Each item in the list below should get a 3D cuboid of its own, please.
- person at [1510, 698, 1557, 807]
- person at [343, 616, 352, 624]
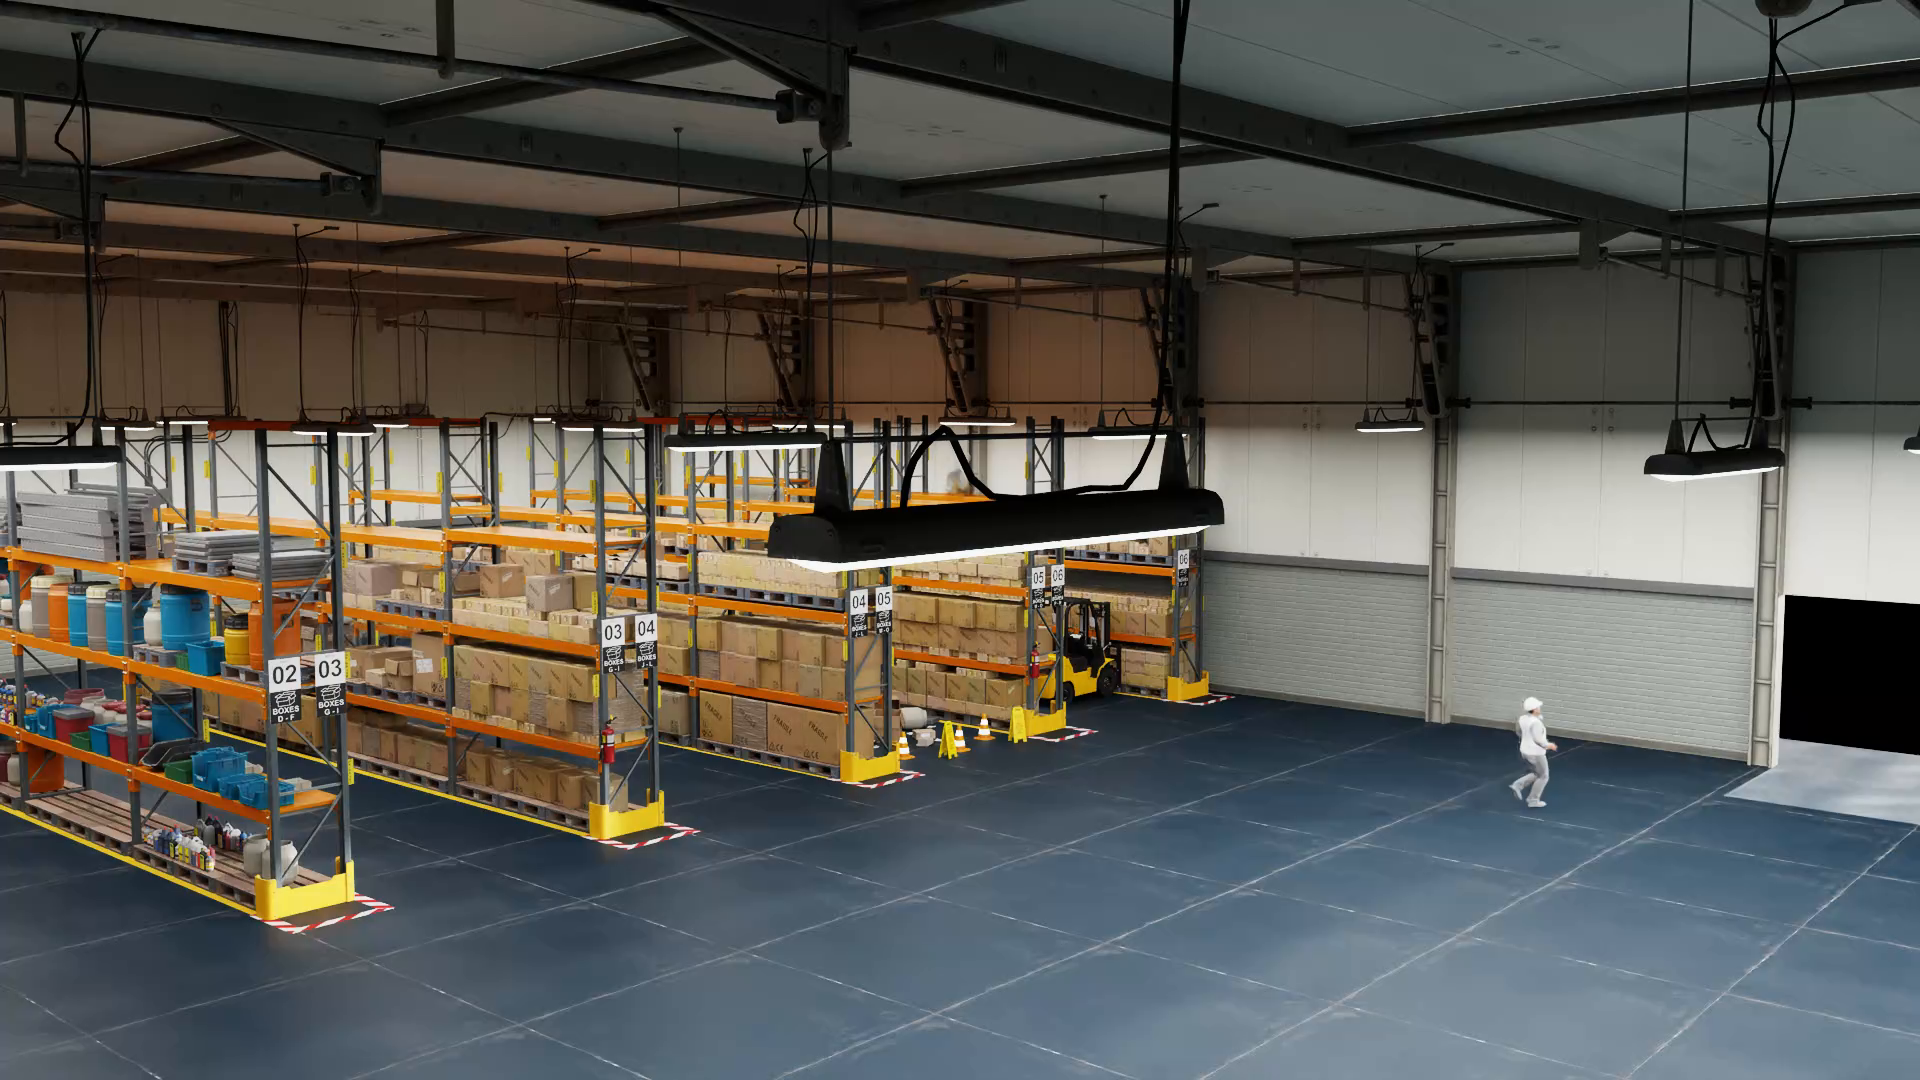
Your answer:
[{"bbox_3d":[8.953,3.313,25.960,0.607,1.722,0.656,-1,5,-8],"label":"person"},{"bbox_3d":[-14.385,2.273,39.153,0.553,1.598,0.834,3,6,32],"label":"person"}]
